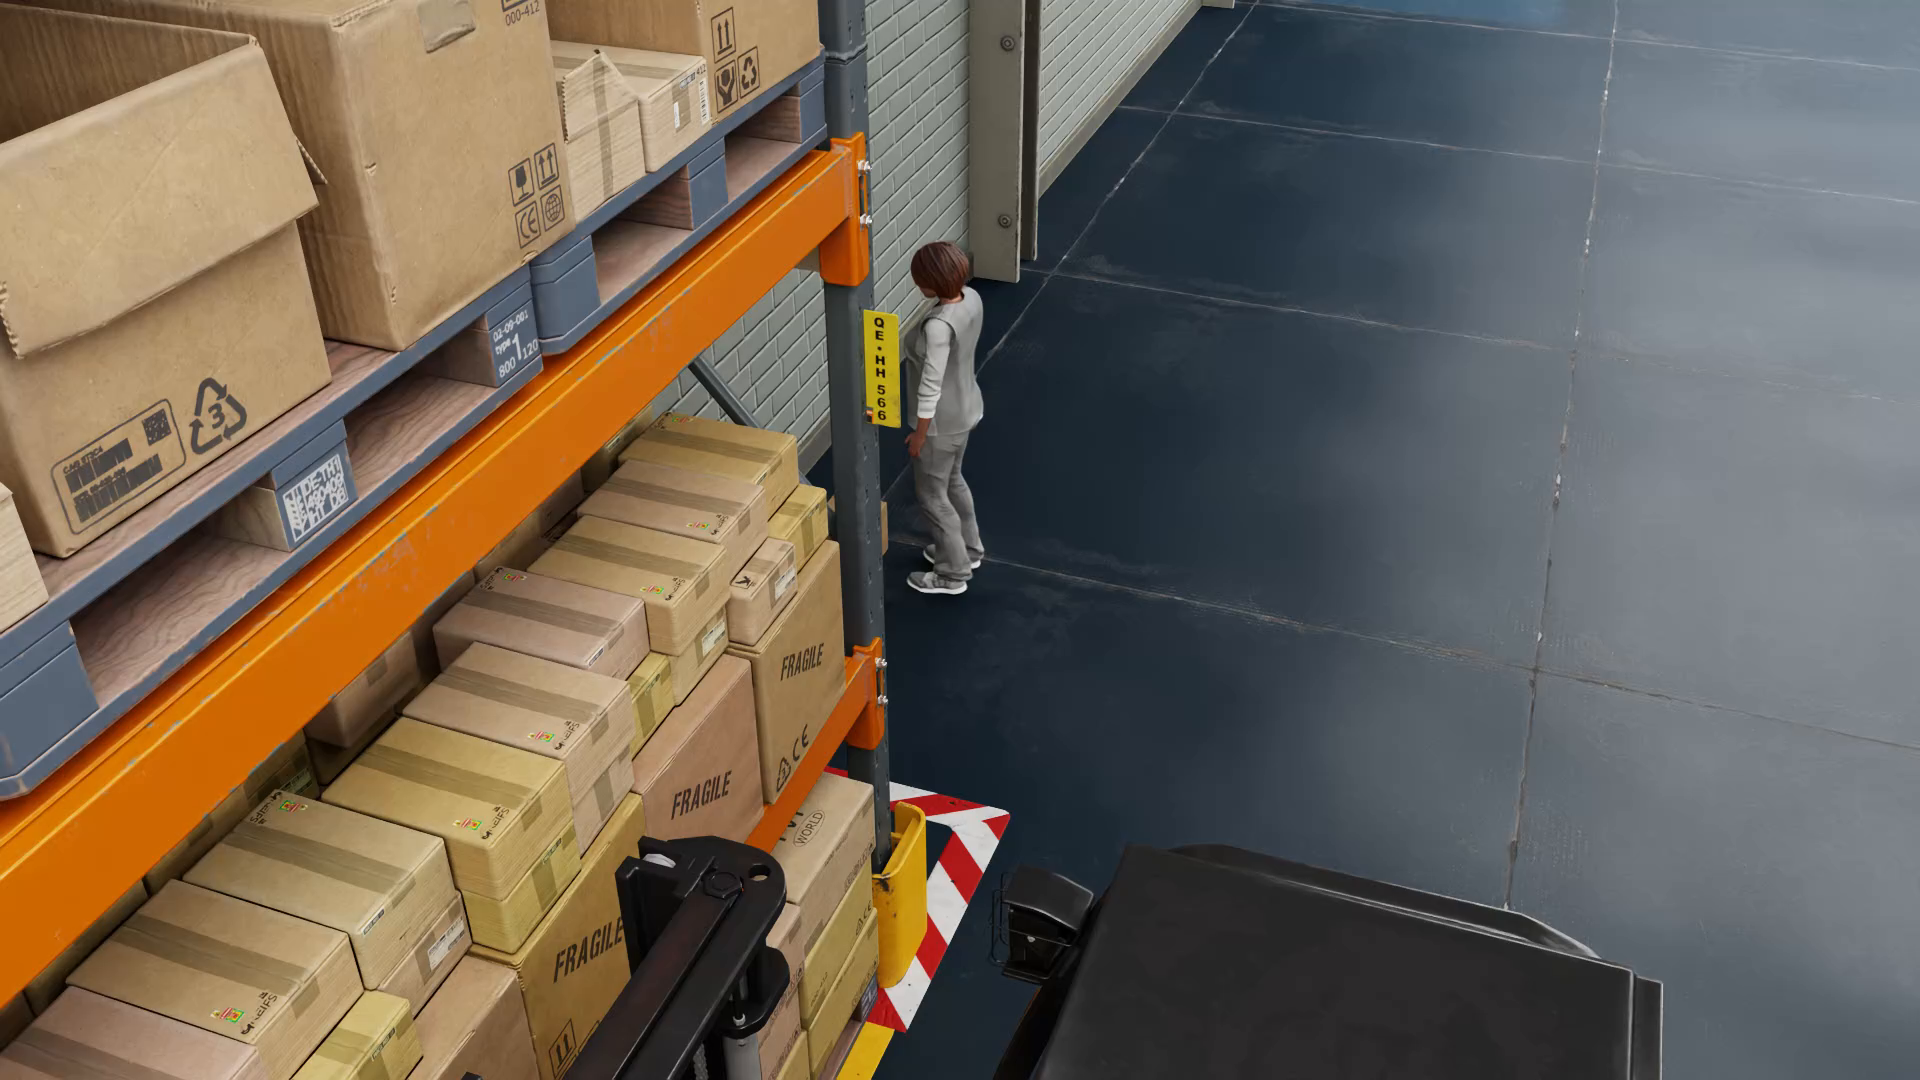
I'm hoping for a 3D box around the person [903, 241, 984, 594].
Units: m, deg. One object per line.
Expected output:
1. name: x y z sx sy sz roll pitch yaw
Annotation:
1. person: -0.069 -0.478 6.895 0.301 1.573 0.407 12 36 17
